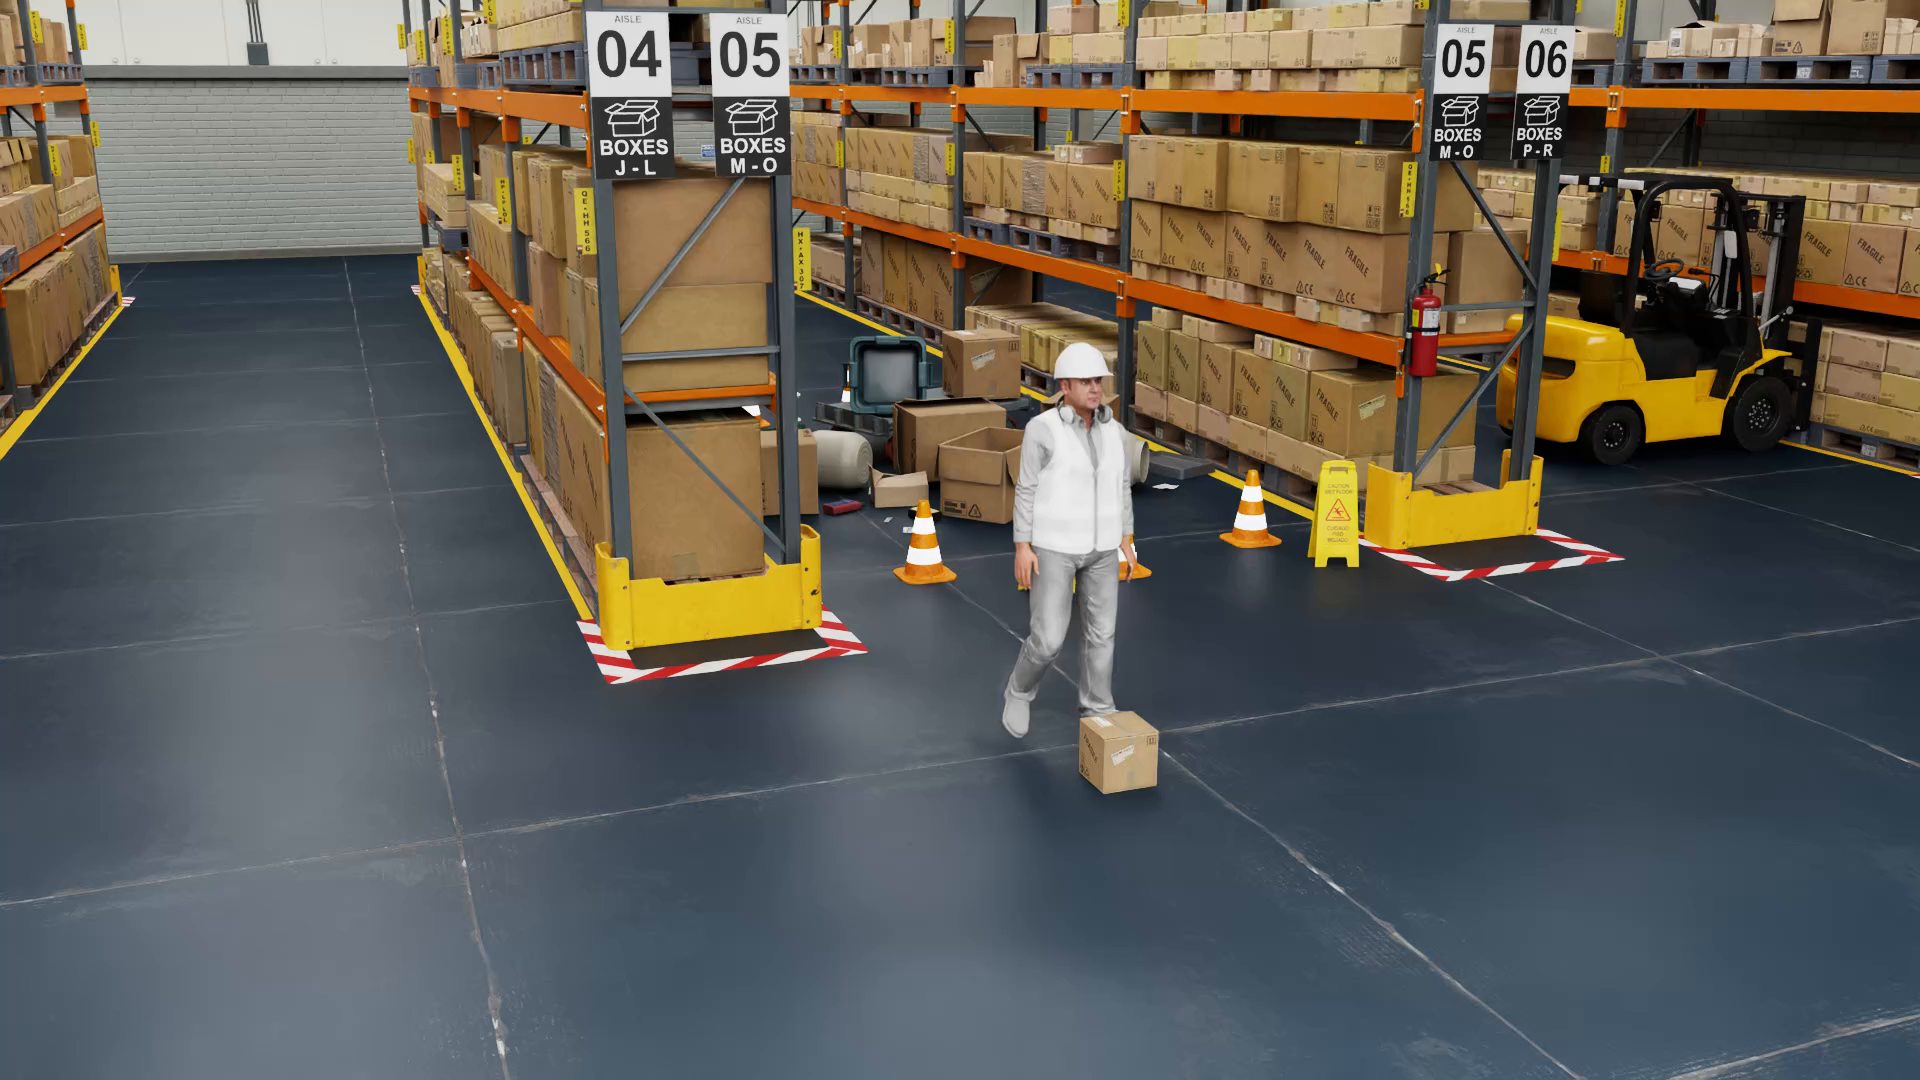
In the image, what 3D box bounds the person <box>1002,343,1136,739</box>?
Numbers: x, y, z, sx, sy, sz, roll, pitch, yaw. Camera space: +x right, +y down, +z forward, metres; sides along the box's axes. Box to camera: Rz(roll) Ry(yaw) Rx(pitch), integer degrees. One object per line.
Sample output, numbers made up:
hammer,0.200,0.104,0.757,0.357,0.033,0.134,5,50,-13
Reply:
person,0.510,0.029,7.294,0.605,1.778,0.535,-8,17,-27
